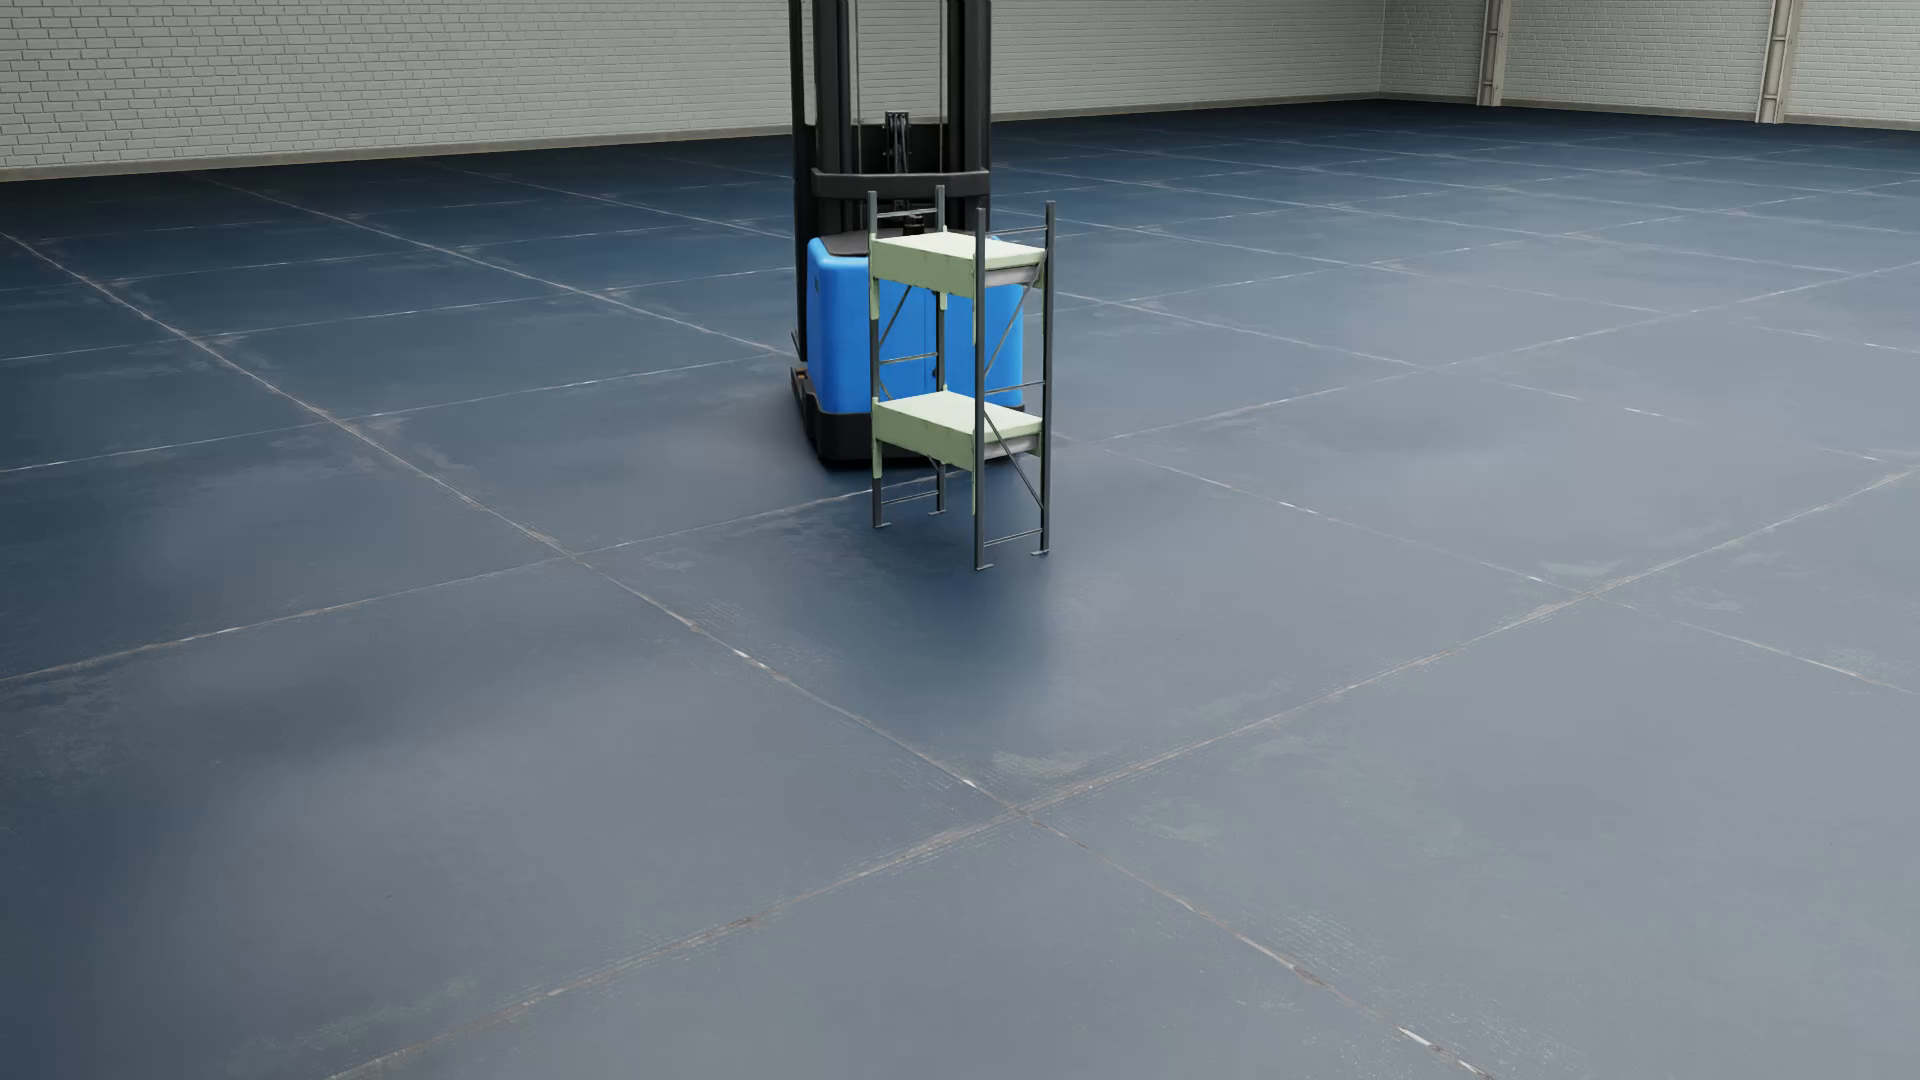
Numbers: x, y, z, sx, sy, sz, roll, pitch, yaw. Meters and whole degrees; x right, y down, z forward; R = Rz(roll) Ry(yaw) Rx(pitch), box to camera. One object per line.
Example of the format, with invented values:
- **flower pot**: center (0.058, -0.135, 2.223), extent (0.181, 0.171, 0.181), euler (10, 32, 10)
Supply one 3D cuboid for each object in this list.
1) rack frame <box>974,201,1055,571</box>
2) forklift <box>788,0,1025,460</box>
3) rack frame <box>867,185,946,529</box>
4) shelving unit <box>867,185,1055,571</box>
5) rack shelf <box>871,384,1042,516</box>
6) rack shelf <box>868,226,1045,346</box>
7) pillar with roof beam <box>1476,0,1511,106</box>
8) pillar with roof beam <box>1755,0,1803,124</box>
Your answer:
- **rack frame**: center (0.223, -0.623, 6.859), extent (0.400, 1.500, 0.023), euler (-14, 23, -36)
- **forklift**: center (-0.414, -2.213, 9.384), extent (1.130, 2.935, 3.031), euler (-3, 19, -9)
- **rack frame**: center (-0.231, -0.804, 7.404), extent (0.400, 1.500, 0.023), euler (-14, 23, -36)
- **shelving unit**: center (-0.004, -0.714, 7.132), extent (0.431, 1.500, 0.755), euler (-14, 23, -36)
- **rack shelf**: center (-0.004, -0.404, 7.234), extent (0.431, 0.370, 0.720), euler (-14, 23, -36)
- **rack shelf**: center (-0.004, -1.084, 7.009), extent (0.431, 0.370, 0.720), euler (-14, 23, -36)
- **pillar with roof beam**: center (7.729, -12.560, 30.977), extent (9.100, 9.000, 0.400), euler (-14, 23, -36)
- **pillar with roof beam**: center (11.455, -11.081, 26.512), extent (9.100, 9.000, 0.400), euler (-14, 23, -36)
